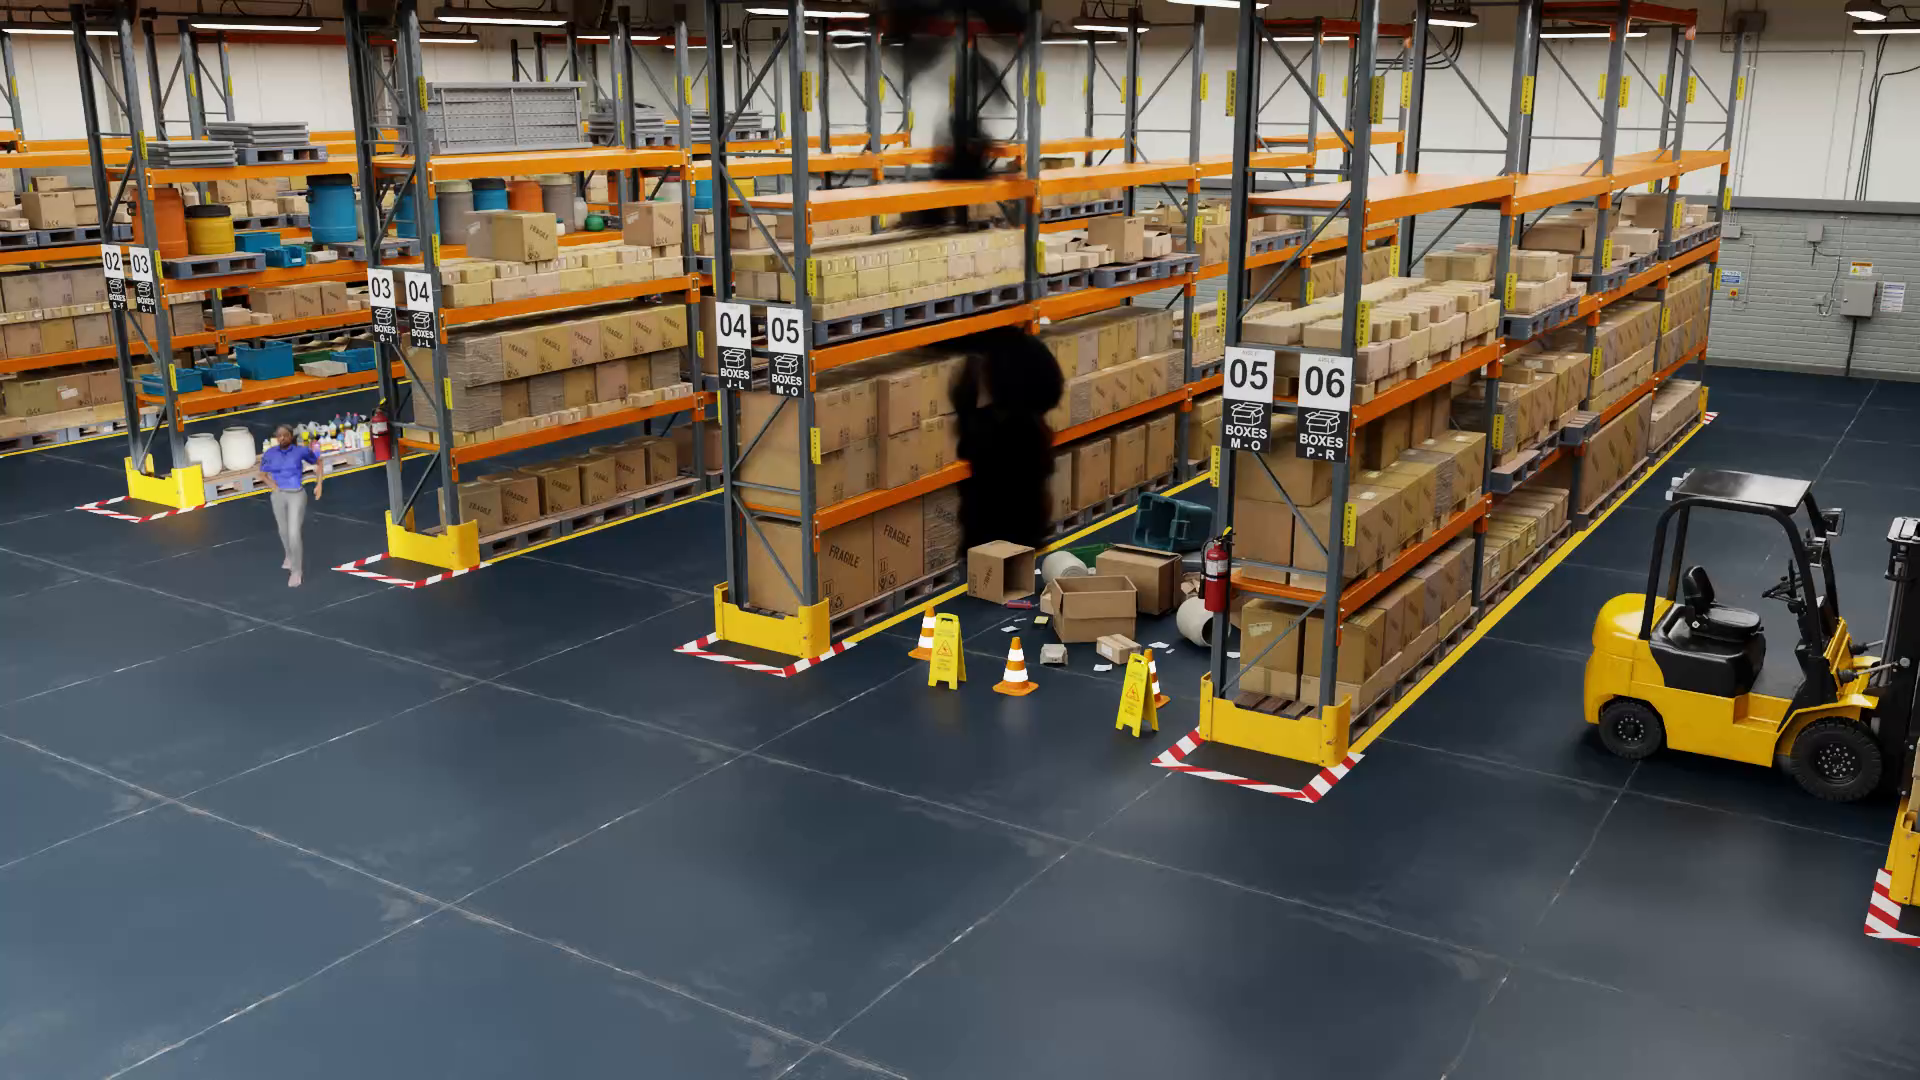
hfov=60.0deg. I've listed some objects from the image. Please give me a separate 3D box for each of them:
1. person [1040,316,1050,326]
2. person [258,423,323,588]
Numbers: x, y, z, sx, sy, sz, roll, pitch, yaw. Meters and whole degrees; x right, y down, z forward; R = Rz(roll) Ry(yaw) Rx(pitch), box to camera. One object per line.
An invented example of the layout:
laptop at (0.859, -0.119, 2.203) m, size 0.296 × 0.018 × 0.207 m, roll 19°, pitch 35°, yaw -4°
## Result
person at (1.112, -2.250, 23.301) m, size 0.668 × 1.780 × 0.631 m, roll 6°, pitch 17°, yaw 20°
person at (-7.059, -0.403, 17.596) m, size 0.606 × 1.714 × 0.768 m, roll -1°, pitch 16°, yaw -5°
